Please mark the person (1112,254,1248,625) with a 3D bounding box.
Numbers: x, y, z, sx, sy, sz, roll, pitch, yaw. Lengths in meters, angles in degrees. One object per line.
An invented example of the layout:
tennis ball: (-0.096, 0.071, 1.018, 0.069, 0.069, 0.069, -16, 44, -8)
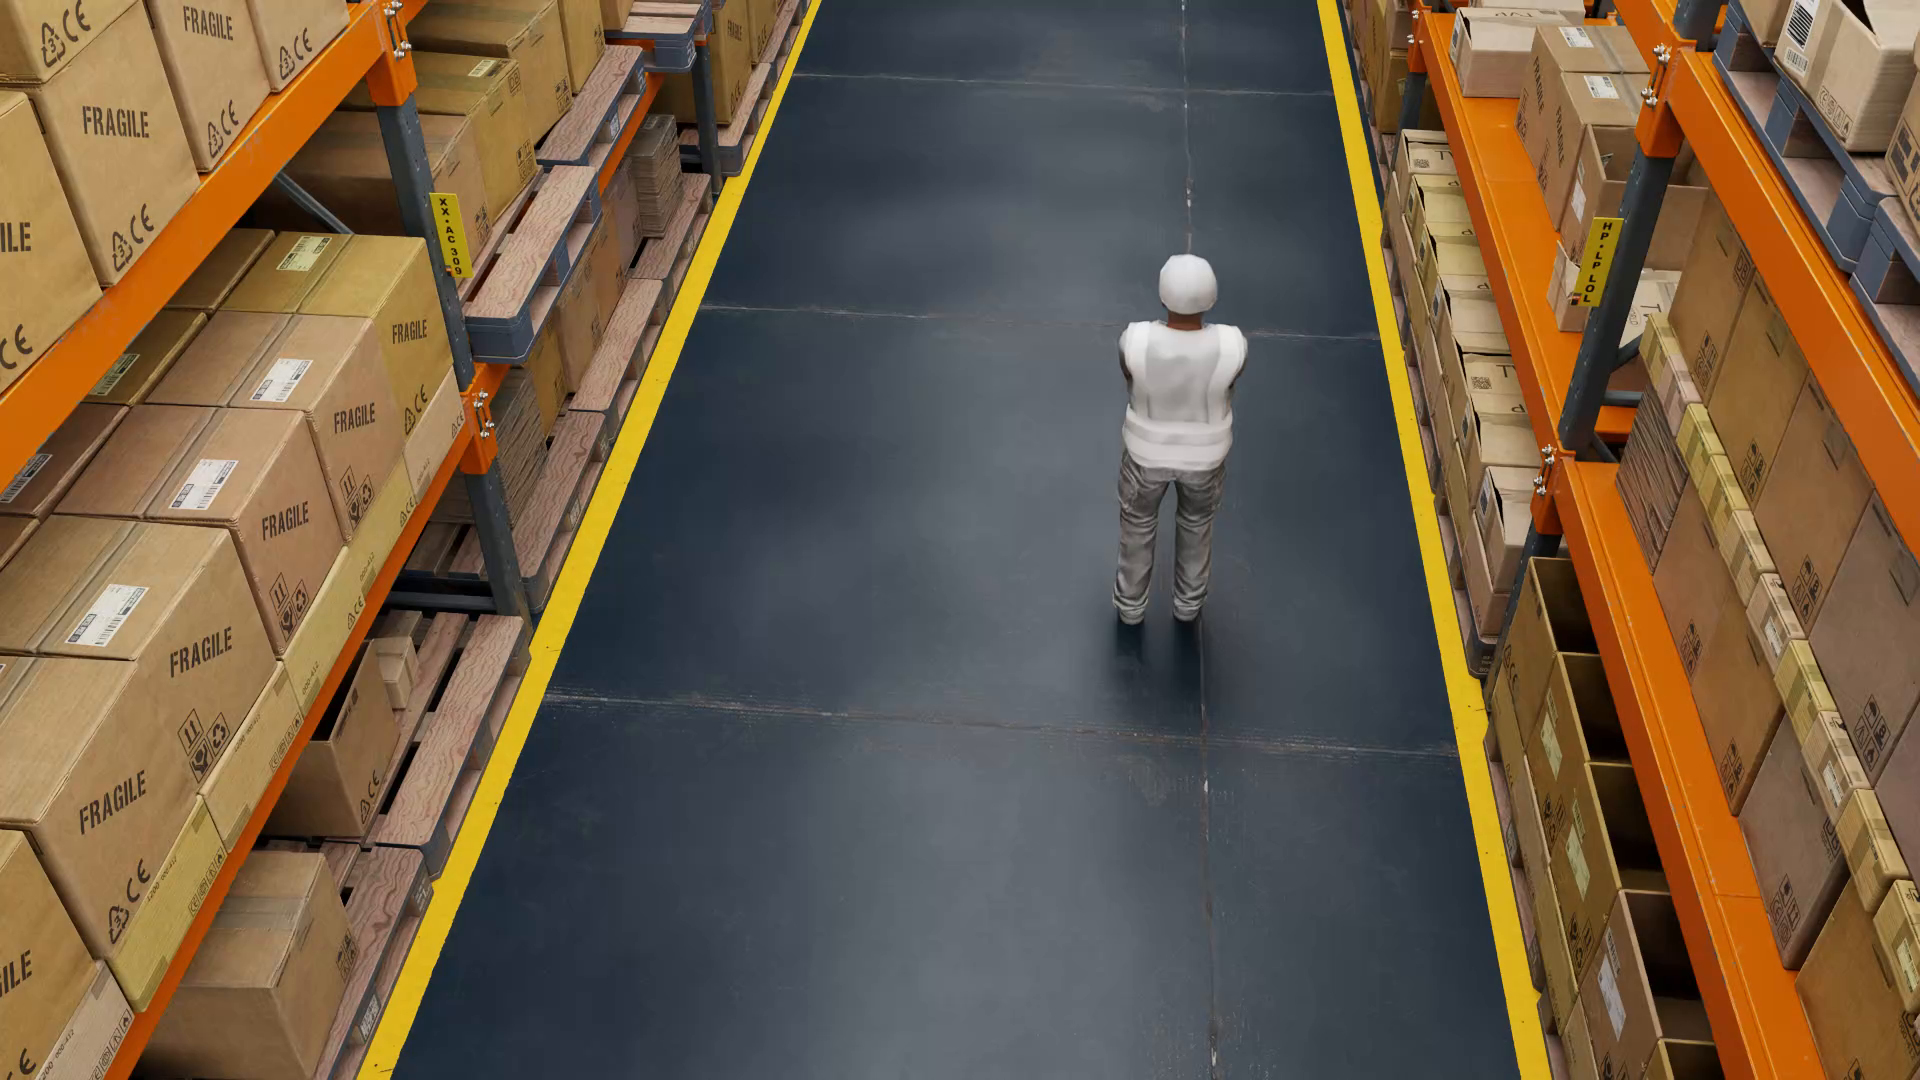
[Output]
person: (0.853, -0.434, 6.667, 0.487, 1.778, 0.584, 3, 40, 4)
